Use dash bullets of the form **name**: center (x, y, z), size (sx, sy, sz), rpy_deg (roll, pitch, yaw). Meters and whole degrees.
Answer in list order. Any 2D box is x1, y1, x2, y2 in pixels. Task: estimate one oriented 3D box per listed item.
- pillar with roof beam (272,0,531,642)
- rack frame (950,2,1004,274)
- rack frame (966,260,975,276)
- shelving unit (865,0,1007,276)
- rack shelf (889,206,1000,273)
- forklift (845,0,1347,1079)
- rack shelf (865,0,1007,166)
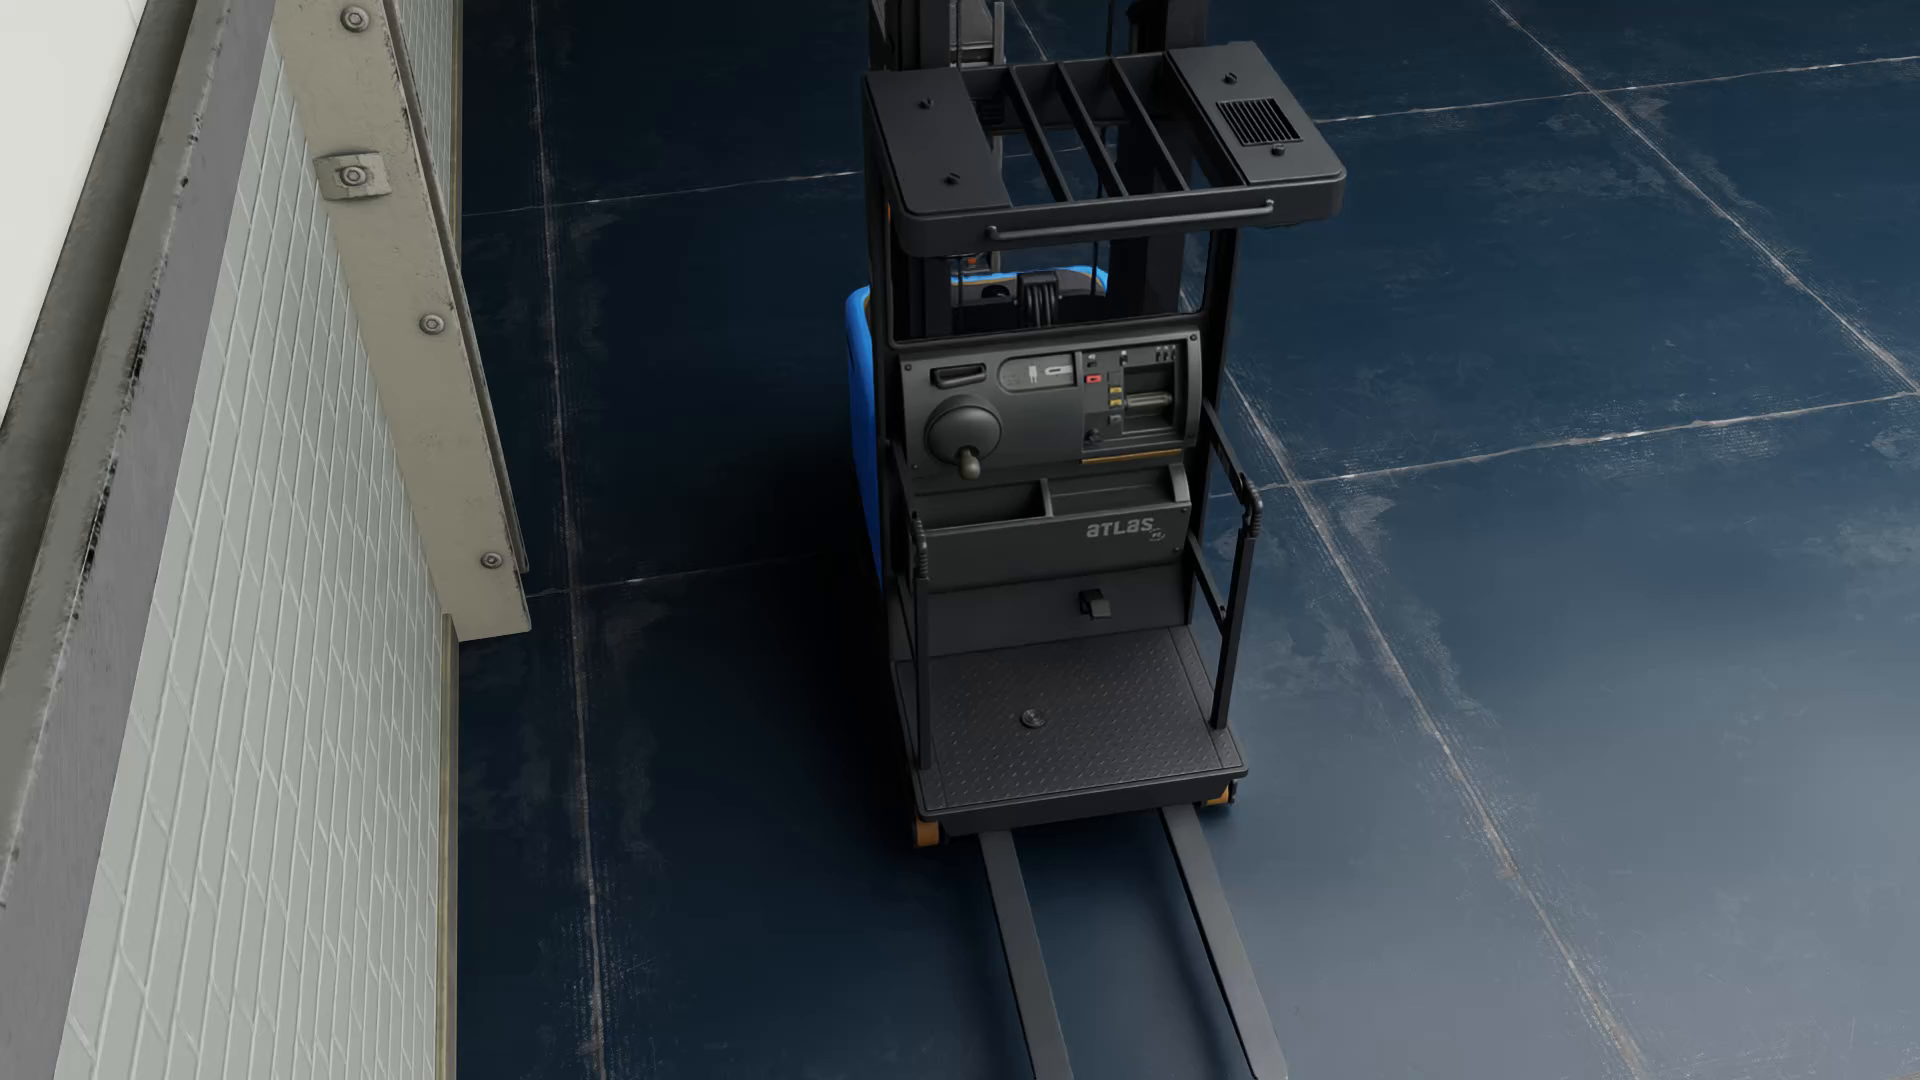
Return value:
- **pillar with roof beam**: center (2.370, -3.742, 4.186), size (9.100, 9.000, 0.400), rpy_deg (-8, 42, -9)
- **rack frame**: center (-0.048, -1.014, 6.311), size (0.400, 2.100, 0.015), rpy_deg (-7, 42, -8)
- **rack frame**: center (-0.135, -1.333, 6.670), size (0.400, 2.100, 0.015), rpy_deg (-7, 42, -8)
- **shelving unit**: center (-0.092, -1.174, 6.490), size (0.431, 2.100, 0.503), rpy_deg (-7, 42, -8)
- **rack shelf**: center (-0.092, -1.163, 6.500), size (0.431, 0.518, 0.480), rpy_deg (-7, 42, -8)
- **forklift**: center (0.324, -0.334, 4.918), size (1.130, 2.935, 3.031), rpy_deg (-7, 42, -8)
- **rack shelf**: center (-0.092, -1.687, 6.035), size (0.431, 0.518, 0.480), rpy_deg (-7, 42, -8)
